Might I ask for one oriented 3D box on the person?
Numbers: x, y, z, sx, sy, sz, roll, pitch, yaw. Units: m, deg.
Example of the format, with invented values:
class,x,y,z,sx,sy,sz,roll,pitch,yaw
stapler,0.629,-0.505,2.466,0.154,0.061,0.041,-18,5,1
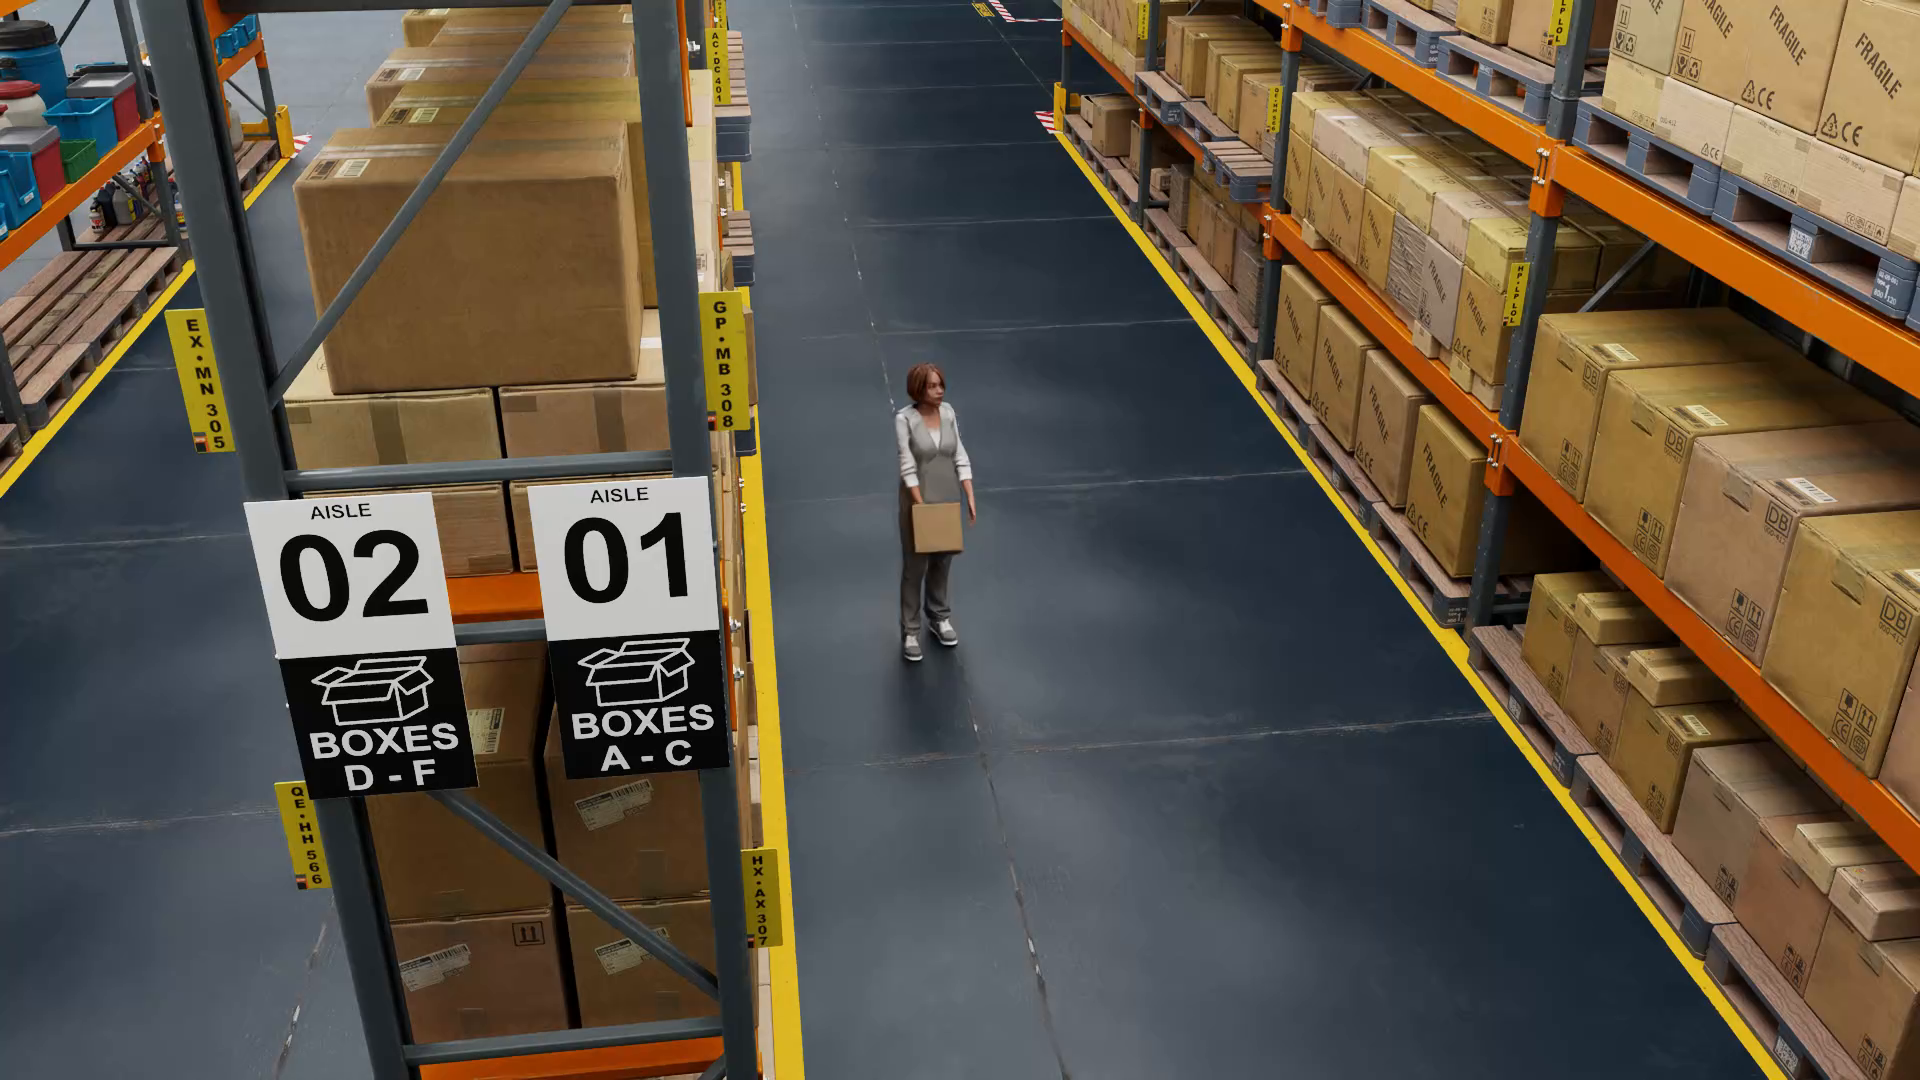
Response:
class,x,y,z,sx,sy,sz,roll,pitch,yaw
person,-0.151,-0.148,8.915,0.480,1.587,0.423,-17,32,-29
